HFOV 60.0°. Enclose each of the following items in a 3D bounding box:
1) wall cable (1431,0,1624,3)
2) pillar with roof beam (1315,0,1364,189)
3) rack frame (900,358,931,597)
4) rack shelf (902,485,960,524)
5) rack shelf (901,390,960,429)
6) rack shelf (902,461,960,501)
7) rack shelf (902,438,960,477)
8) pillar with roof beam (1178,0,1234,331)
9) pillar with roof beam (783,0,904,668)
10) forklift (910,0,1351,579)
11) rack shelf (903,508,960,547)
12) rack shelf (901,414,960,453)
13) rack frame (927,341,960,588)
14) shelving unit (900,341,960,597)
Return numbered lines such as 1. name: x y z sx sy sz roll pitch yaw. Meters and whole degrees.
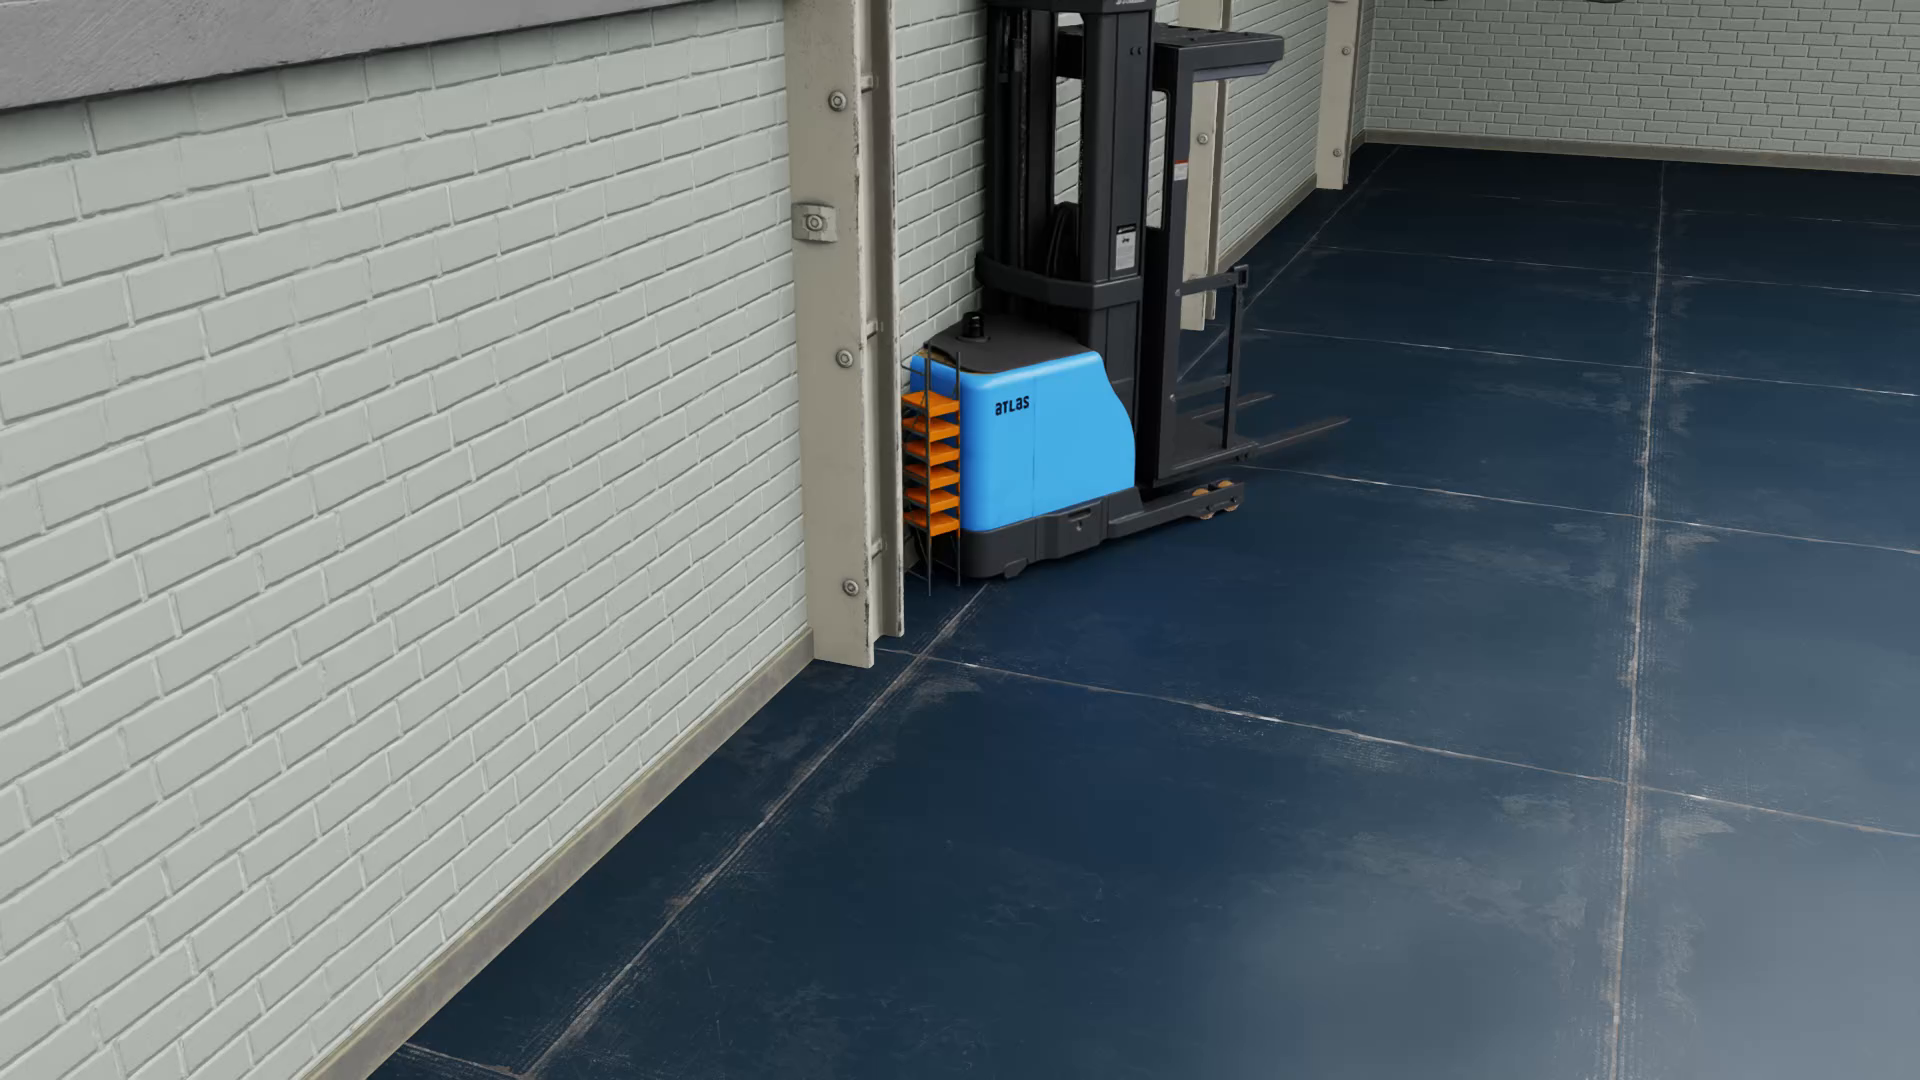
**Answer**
1. wall cable: 6.306 -7.401 18.822 3.097 2.526 0.112 9 24 20
2. pillar with roof beam: 7.981 -7.353 14.677 9.100 9.000 0.400 9 24 20
3. rack frame: -0.220 -0.312 7.939 0.006 1.200 0.240 -17 28 -35
4. rack shelf: -0.148 -0.182 8.054 0.180 0.103 0.258 -17 28 -35
5. rack shelf: -0.149 -0.625 7.870 0.180 0.103 0.258 -17 28 -35
6. rack shelf: -0.149 -0.293 8.008 0.180 0.103 0.258 -17 28 -35
7. rack shelf: -0.149 -0.403 7.962 0.180 0.103 0.258 -17 28 -35
8. pillar with roof beam: 5.753 -5.206 9.537 9.100 9.000 0.400 9 24 20
9. pillar with roof beam: 3.524 -3.058 4.397 9.100 9.000 0.400 9 24 20
10. forklift: 0.937 -1.605 8.789 3.031 2.935 1.130 -17 28 -35
11. rack shelf: -0.148 -0.071 8.100 0.180 0.103 0.258 -17 28 -35
12. rack shelf: -0.149 -0.514 7.916 0.180 0.103 0.258 -17 28 -35
13. rack frame: -0.077 -0.356 8.044 0.006 1.200 0.240 -17 28 -35
14. shelving unit: -0.149 -0.334 7.991 0.189 1.200 0.258 -17 28 -35
